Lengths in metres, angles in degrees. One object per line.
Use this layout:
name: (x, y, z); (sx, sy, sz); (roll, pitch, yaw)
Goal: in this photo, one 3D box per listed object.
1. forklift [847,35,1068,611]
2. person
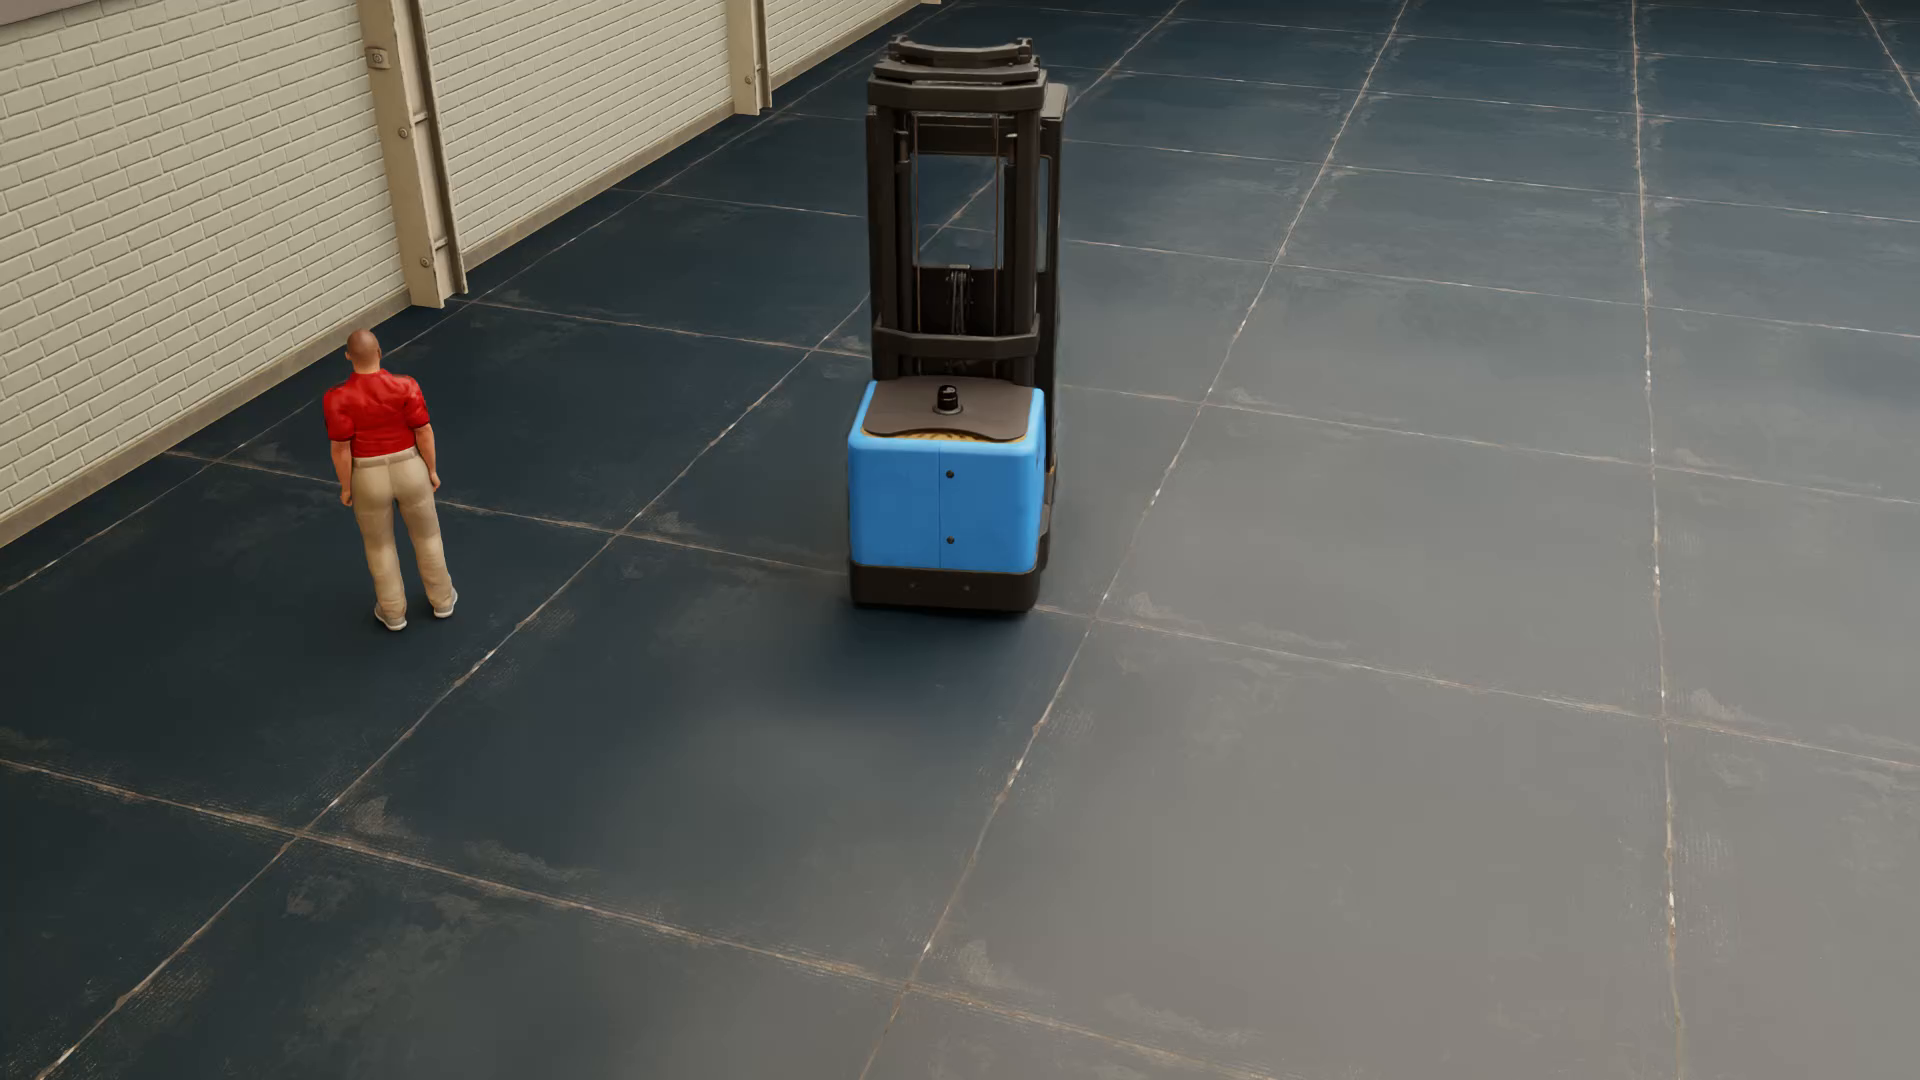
forklift: (0.046, -1.582, 9.912); (1.130, 2.935, 3.031); (3, 30, 5)
person: (-3.073, -0.334, 8.939); (0.524, 1.730, 0.370); (-13, 32, -22)
